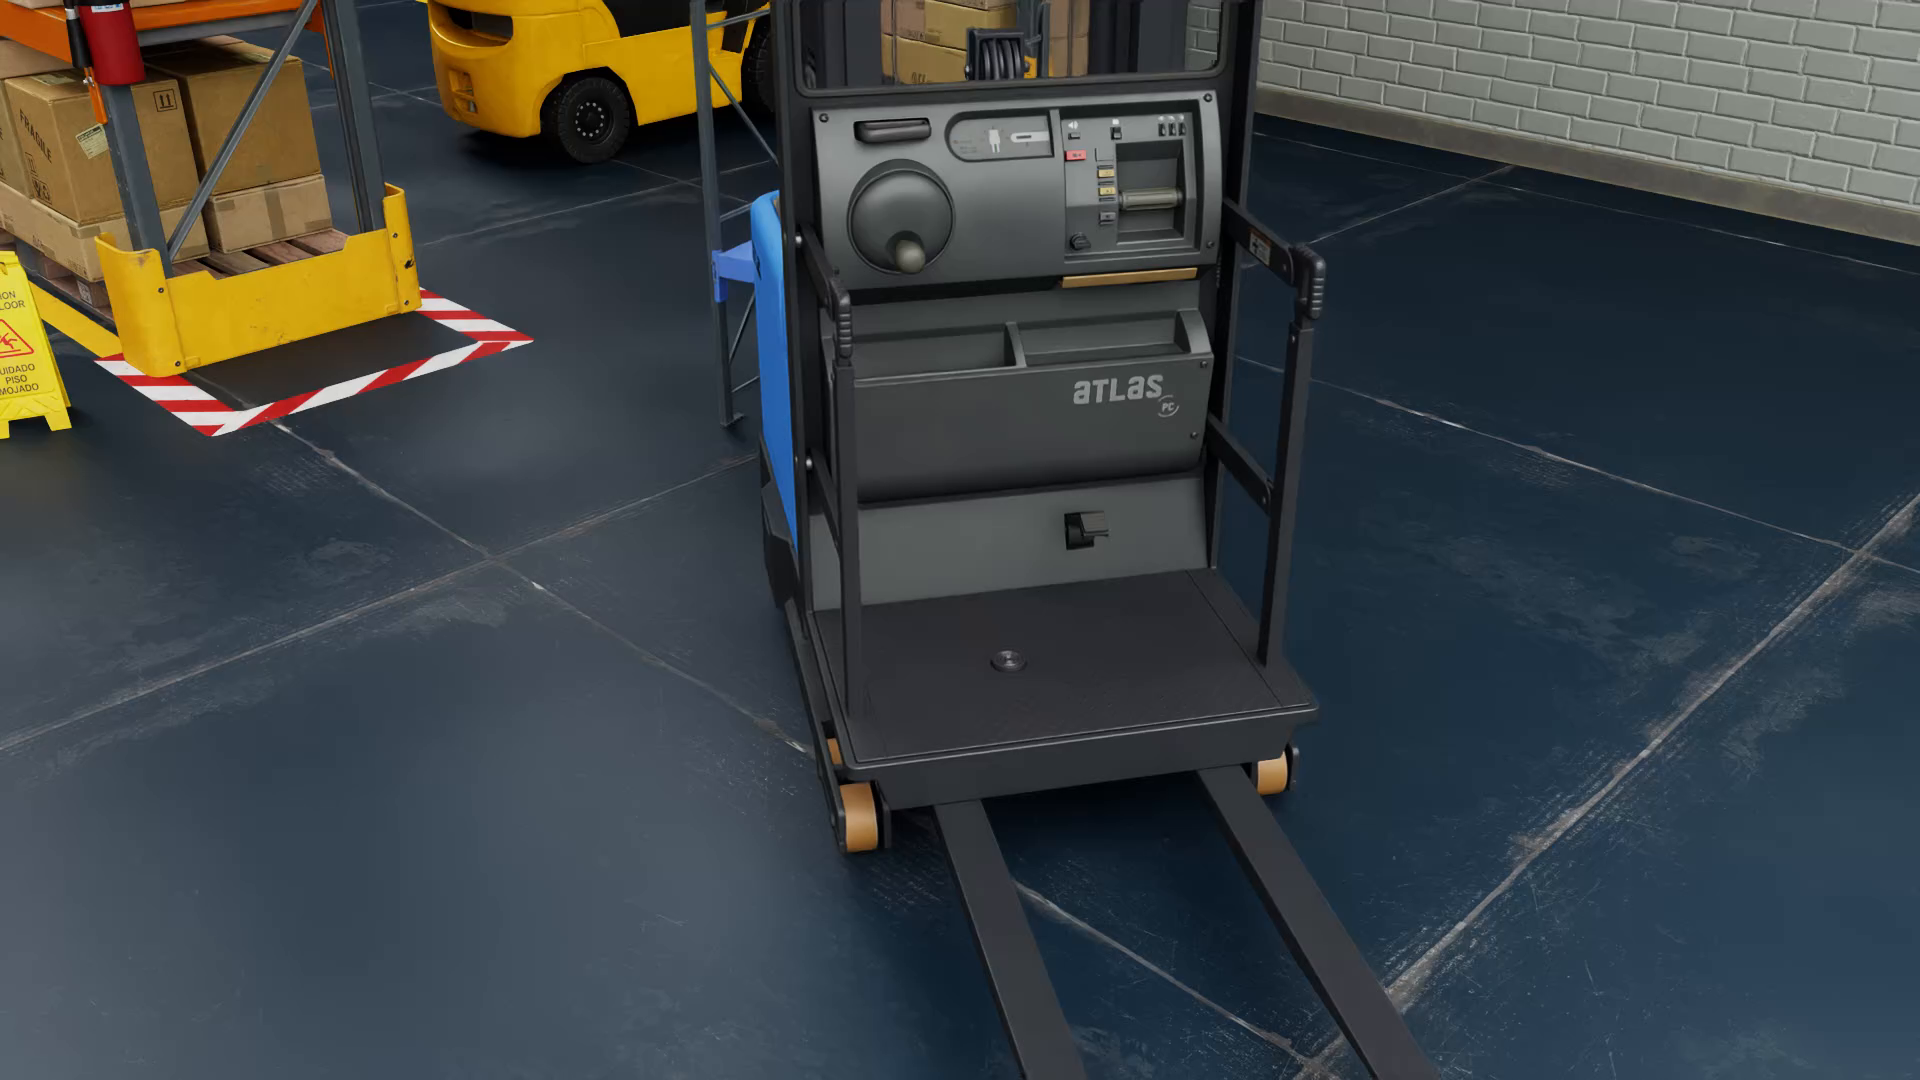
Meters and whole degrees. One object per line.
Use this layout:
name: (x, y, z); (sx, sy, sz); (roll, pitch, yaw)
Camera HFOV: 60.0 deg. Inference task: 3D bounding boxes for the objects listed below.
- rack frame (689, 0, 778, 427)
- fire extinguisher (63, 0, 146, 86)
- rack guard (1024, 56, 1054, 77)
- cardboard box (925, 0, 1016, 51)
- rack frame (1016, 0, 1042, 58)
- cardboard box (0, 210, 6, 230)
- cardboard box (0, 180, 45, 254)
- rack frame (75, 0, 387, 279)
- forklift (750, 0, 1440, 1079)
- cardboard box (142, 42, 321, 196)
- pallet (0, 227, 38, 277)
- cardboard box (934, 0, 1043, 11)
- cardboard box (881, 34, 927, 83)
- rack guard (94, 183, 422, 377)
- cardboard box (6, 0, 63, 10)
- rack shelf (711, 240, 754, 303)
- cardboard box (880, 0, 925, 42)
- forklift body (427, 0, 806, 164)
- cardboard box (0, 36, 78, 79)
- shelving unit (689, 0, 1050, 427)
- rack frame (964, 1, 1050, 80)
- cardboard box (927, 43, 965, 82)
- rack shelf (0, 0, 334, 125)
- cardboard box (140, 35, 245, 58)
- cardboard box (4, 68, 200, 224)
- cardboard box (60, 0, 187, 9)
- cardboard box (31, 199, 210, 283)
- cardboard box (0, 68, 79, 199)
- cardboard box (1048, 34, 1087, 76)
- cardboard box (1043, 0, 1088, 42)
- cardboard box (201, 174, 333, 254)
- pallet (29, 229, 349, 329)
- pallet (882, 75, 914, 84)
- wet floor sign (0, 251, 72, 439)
rack frame: (-0.735, -1.179, 5.880); (0.032, 1.500, 0.500); (15, 31, 26)
fire extinguisher: (-3.012, -1.946, 5.811); (0.183, 0.674, 0.296); (25, 36, 38)
rack guard: (0.724, -2.705, 9.857); (0.348, 0.500, 1.175); (25, 36, 38)
cardboard box: (0.141, -3.064, 9.821); (0.500, 0.250, 0.500); (24, 36, 38)
rack frame: (0.707, -3.819, 9.290); (0.127, 3.000, 1.000); (25, 36, 38)
cardboard box: (-4.276, -1.655, 7.677); (0.500, 0.250, 0.500); (23, 35, 37)
cardboard box: (-3.899, -1.486, 7.356); (0.500, 0.250, 0.500); (25, 37, 39)
rack frame: (-2.770, -2.171, 6.155); (0.127, 3.000, 1.000); (25, 36, 38)
forklift: (0.187, -0.762, 3.550); (1.130, 2.935, 3.031); (-6, 28, -11)
cardboard box: (-3.169, -1.834, 7.212); (0.500, 0.500, 0.500); (23, 36, 37)
pallet: (-4.245, -1.636, 8.135); (1.213, 0.211, 1.003); (25, 36, 38)
cardboard box: (0.160, -3.277, 9.689); (0.500, 0.250, 0.500); (-24, 36, -38)
cardboard box: (-0.197, -3.002, 10.239); (0.500, 0.250, 0.500); (25, 36, 38)
rack guard: (-2.824, -1.089, 6.784); (0.348, 0.500, 1.175); (25, 36, 38)
cardboard box: (-3.445, -2.156, 6.398); (0.250, 0.149, 0.380); (24, 36, 38)
rack shelf: (-0.293, -0.903, 5.742); (1.000, 0.185, 0.538); (15, 31, 26)
cardboard box: (-0.209, -3.232, 10.139); (0.500, 0.250, 0.500); (24, 36, 38)
forklift body: (-1.924, -3.457, 9.513); (1.214, 2.155, 2.313); (25, 36, 38)
cardboard box: (-3.833, -2.031, 6.890); (0.380, 0.149, 0.250); (-24, 36, -38)
shelving unit: (-0.293, -1.062, 5.658); (1.048, 1.500, 0.538); (15, 31, 26)
rack frame: (0.149, -0.945, 5.436); (0.032, 1.500, 0.500); (15, 31, 26)
cardboard box: (0.151, -2.836, 9.925); (0.500, 0.250, 0.500); (25, 37, 39)
rack shelf: (-4.196, -2.505, 7.564); (4.000, 0.370, 1.077); (25, 36, 38)
cardboard box: (-3.545, -2.003, 7.534); (0.500, 0.500, 0.500); (23, 35, 37)
cardboard box: (-3.524, -1.646, 6.855); (0.500, 0.500, 0.500); (25, 37, 39)
cardboard box: (-3.187, -2.111, 6.311); (0.380, 0.149, 0.250); (-24, 36, -38)
cardboard box: (-3.552, -1.322, 7.044); (0.500, 0.250, 0.500); (24, 36, 38)
cardboard box: (-3.899, -1.815, 7.177); (0.500, 0.500, 0.500); (-24, 36, -37)
cardboard box: (0.494, -3.013, 10.261); (0.500, 0.250, 0.500); (25, 37, 39)
cardboard box: (0.518, -3.232, 10.139); (0.500, 0.250, 0.500); (-25, 36, -38)
cardboard box: (-3.151, -1.495, 7.372); (0.500, 0.250, 0.500); (24, 36, 38)
pallet: (-3.379, -1.238, 7.378); (1.213, 0.211, 1.003); (25, 36, 38)
pallet: (0.133, -2.821, 10.387); (1.213, 0.211, 1.003); (25, 36, 38)
wet floor sign: (-3.385, -0.712, 5.910); (0.267, 0.644, 0.232); (-13, 30, -22)
